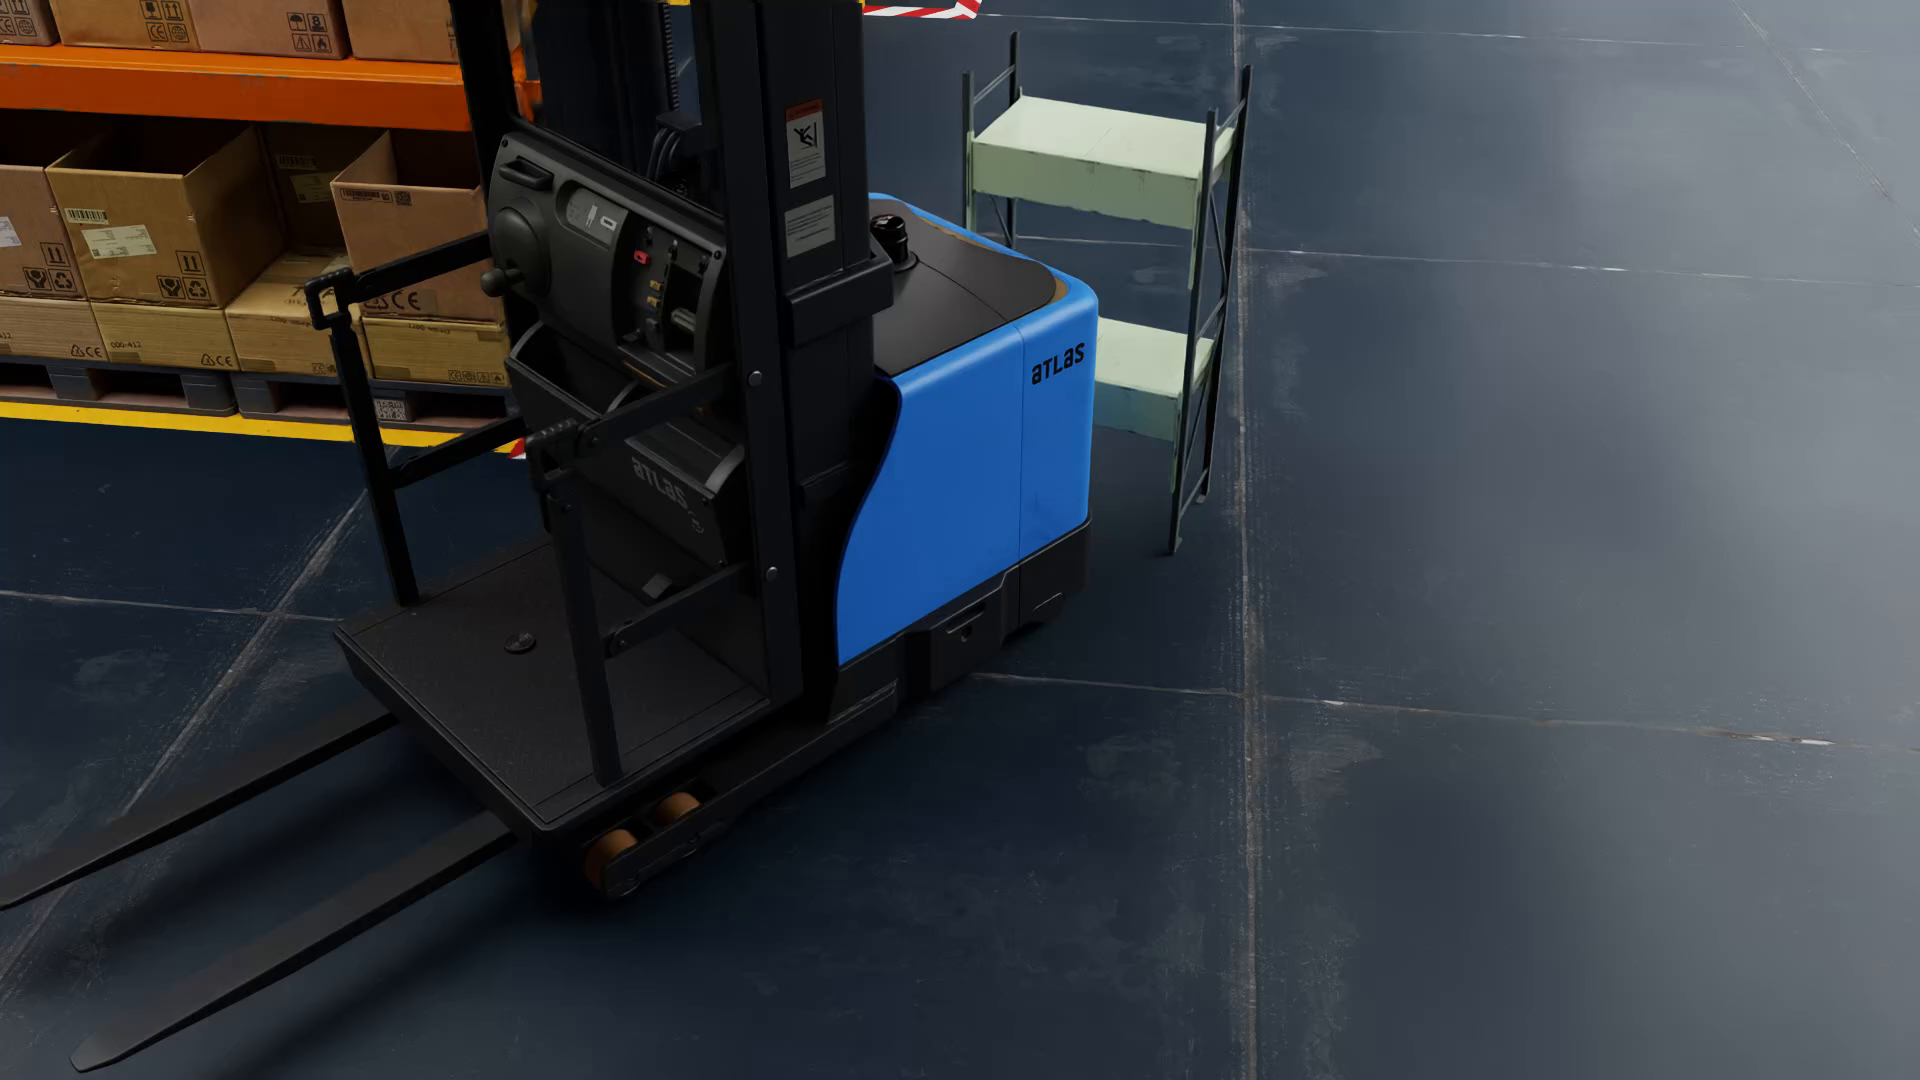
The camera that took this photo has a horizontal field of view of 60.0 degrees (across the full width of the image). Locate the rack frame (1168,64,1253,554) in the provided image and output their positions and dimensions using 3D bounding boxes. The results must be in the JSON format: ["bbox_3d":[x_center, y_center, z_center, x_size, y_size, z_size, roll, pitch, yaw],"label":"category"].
[{"bbox_3d":[0.768,-0.672,5.142,0.023,1.500,0.400,14,38,19],"label":"rack frame"}]

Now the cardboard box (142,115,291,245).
[{"bbox_3d":[-2.735,-1.469,6.327,0.500,0.500,0.500,4,36,6],"label":"cardboard box"}]

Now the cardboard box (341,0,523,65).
[{"bbox_3d":[-1.699,-1.961,5.571,0.500,0.500,0.700,4,36,6],"label":"cardboard box"}]

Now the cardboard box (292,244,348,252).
[{"bbox_3d":[-2.238,-1.133,6.502,0.500,0.250,0.500,4,36,6],"label":"cardboard box"}]

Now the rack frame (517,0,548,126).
[{"bbox_3d":[-1.238,-1.879,5.541,0.127,3.000,1.000,4,36,6],"label":"rack frame"}]

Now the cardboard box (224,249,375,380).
[{"bbox_3d":[-2.305,-0.830,6.077,0.500,0.250,0.500,4,36,6],"label":"cardboard box"}]

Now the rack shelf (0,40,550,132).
[{"bbox_3d":[-3.222,-1.734,5.958,4.000,0.370,1.077,4,36,6],"label":"rack shelf"}]

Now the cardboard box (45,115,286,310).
[{"bbox_3d":[-2.801,-1.169,5.907,0.500,0.500,0.500,4,36,6],"label":"cardboard box"}]

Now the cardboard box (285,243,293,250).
[{"bbox_3d":[-2.734,-1.170,6.554,0.500,0.250,0.500,4,36,6],"label":"cardboard box"}]

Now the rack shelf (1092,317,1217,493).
[{"bbox_3d":[0.432,-0.491,5.450,0.720,0.370,0.431,14,38,19],"label":"rack shelf"}]

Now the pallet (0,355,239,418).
[{"bbox_3d":[-3.208,-0.868,6.525,1.213,0.211,1.003,4,36,6],"label":"pallet"}]

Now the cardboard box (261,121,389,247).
[{"bbox_3d":[-2.238,-1.439,6.286,0.500,0.500,0.500,4,36,6],"label":"cardboard box"}]

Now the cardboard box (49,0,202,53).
[{"bbox_3d":[-2.713,-2.038,5.678,0.500,0.500,0.700,4,36,6],"label":"cardboard box"}]

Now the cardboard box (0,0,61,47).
[{"bbox_3d":[-3.235,-2.074,5.729,0.500,0.500,0.700,5,36,7],"label":"cardboard box"}]

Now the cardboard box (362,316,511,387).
[{"bbox_3d":[-1.807,-0.800,6.035,0.500,0.250,0.500,4,36,6],"label":"cardboard box"}]

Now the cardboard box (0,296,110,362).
[{"bbox_3d":[-3.297,-0.904,6.181,0.500,0.250,0.500,4,36,6],"label":"cardboard box"}]

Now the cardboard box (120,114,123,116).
[{"bbox_3d":[-3.229,-1.516,6.393,0.500,0.500,0.500,4,36,6],"label":"cardboard box"}]

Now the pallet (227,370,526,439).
[{"bbox_3d":[-2.002,-0.776,6.397,1.213,0.211,1.003,4,36,6],"label":"pallet"}]

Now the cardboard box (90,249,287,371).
[{"bbox_3d":[-2.801,-0.866,6.128,0.500,0.250,0.500,4,36,6],"label":"cardboard box"}]

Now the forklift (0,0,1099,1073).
[{"bbox_3d":[-1.008,-0.631,3.852,3.031,2.935,1.130,-29,45,-34],"label":"forklift"}]

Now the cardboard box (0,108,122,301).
[{"bbox_3d":[-3.297,-1.207,5.960,0.500,0.500,0.500,4,36,6],"label":"cardboard box"}]

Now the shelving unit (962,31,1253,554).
[{"bbox_3d":[0.432,-0.757,5.260,0.755,1.500,0.431,14,38,19],"label":"shelving unit"}]

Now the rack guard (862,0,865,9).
[{"bbox_3d":[-0.685,-3.694,10.236,0.348,0.500,1.175,4,36,6],"label":"rack guard"}]

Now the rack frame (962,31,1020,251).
[{"bbox_3d":[0.096,-0.841,5.379,0.023,1.500,0.400,14,38,19],"label":"rack frame"}]

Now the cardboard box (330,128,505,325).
[{"bbox_3d":[-1.808,-1.104,5.816,0.500,0.500,0.500,4,36,6],"label":"cardboard box"}]

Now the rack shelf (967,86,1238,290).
[{"bbox_3d":[0.432,-1.074,5.034,0.720,0.370,0.431,14,38,19],"label":"rack shelf"}]

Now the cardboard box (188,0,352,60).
[{"bbox_3d":[-2.221,-1.997,5.622,0.500,0.500,0.700,5,36,7],"label":"cardboard box"}]
